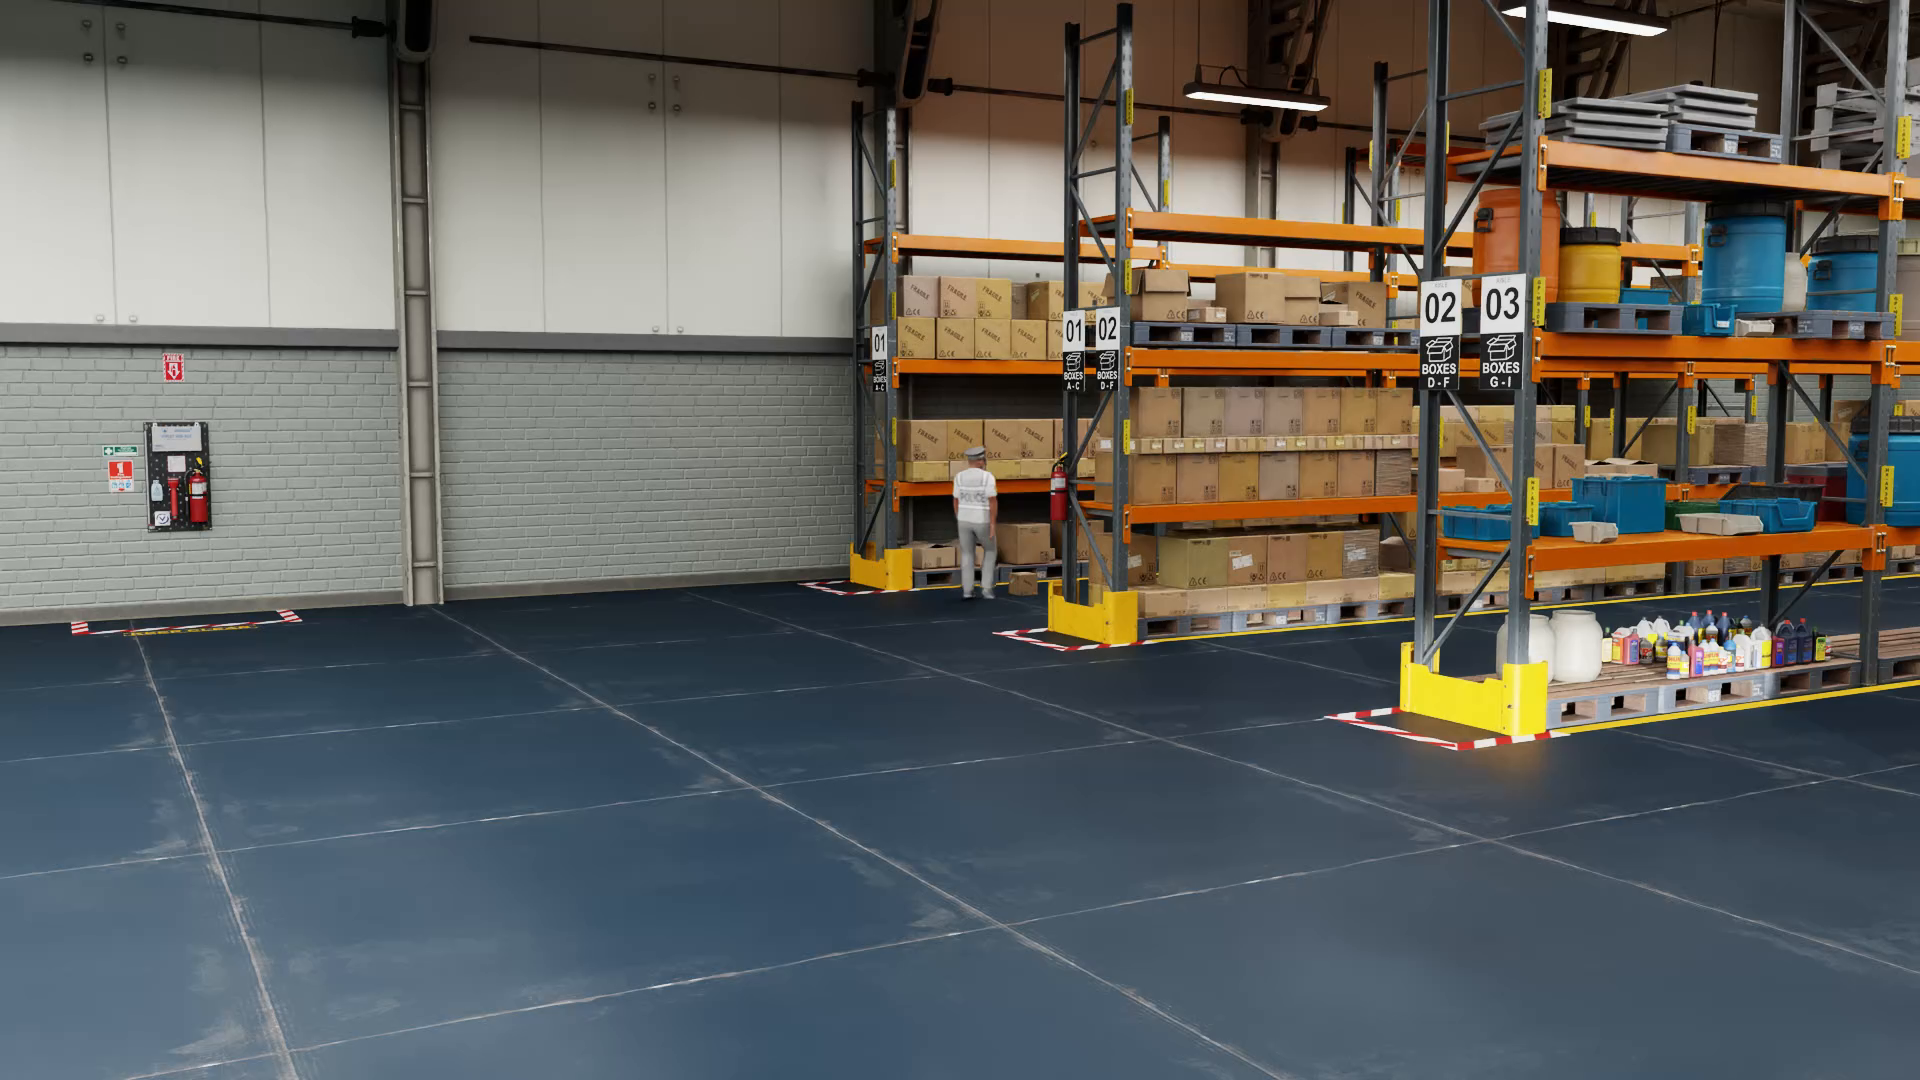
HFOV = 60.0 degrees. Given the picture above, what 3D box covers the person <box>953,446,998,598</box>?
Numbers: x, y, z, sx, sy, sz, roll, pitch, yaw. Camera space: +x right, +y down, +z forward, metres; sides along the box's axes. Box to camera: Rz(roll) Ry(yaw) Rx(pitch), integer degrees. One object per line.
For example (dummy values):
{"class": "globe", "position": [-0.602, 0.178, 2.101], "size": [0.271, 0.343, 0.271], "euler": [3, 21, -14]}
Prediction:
{"class": "person", "position": [0.192, -0.159, 19.328], "size": [0.552, 1.862, 0.537], "euler": [1, 5, 11]}
